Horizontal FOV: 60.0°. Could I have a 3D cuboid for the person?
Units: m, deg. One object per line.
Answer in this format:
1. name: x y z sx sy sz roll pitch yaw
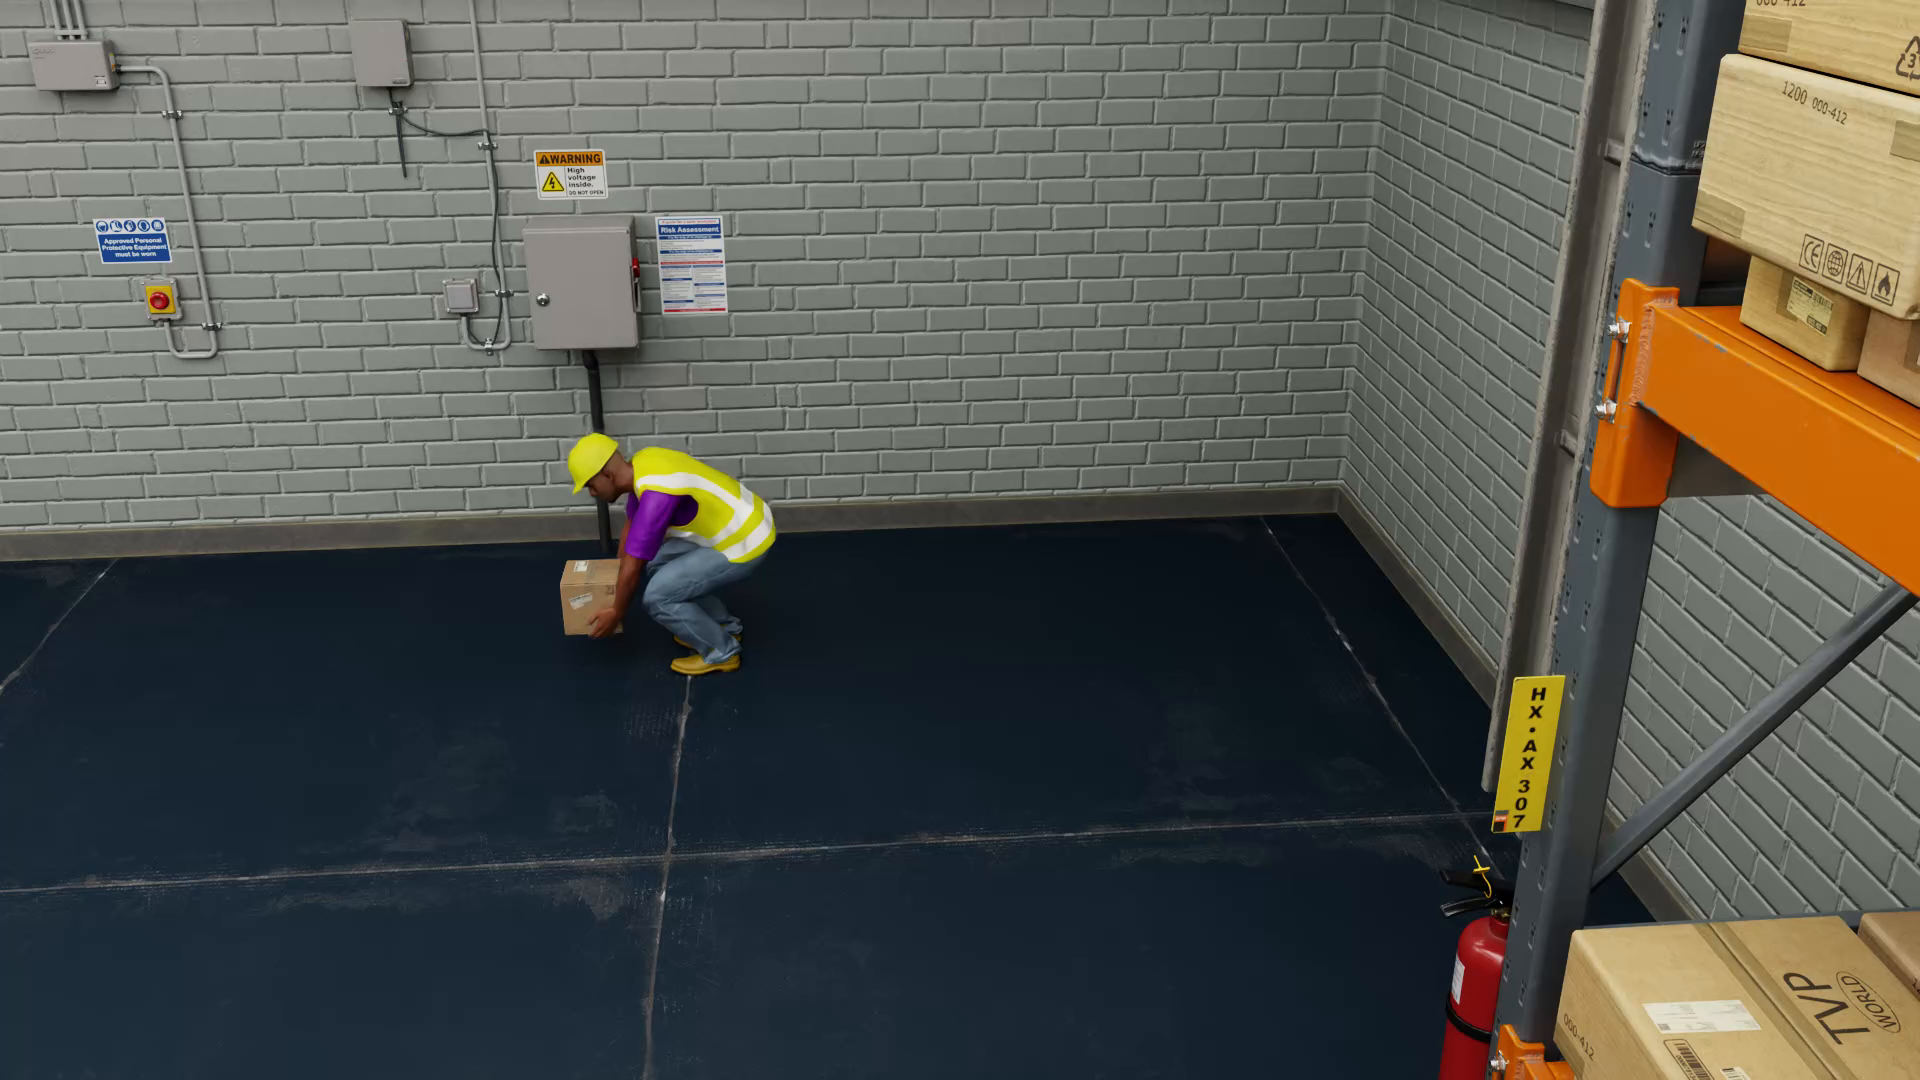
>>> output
1. person: -1.237 0.044 7.291 0.860 1.111 0.603 -2 24 -5
